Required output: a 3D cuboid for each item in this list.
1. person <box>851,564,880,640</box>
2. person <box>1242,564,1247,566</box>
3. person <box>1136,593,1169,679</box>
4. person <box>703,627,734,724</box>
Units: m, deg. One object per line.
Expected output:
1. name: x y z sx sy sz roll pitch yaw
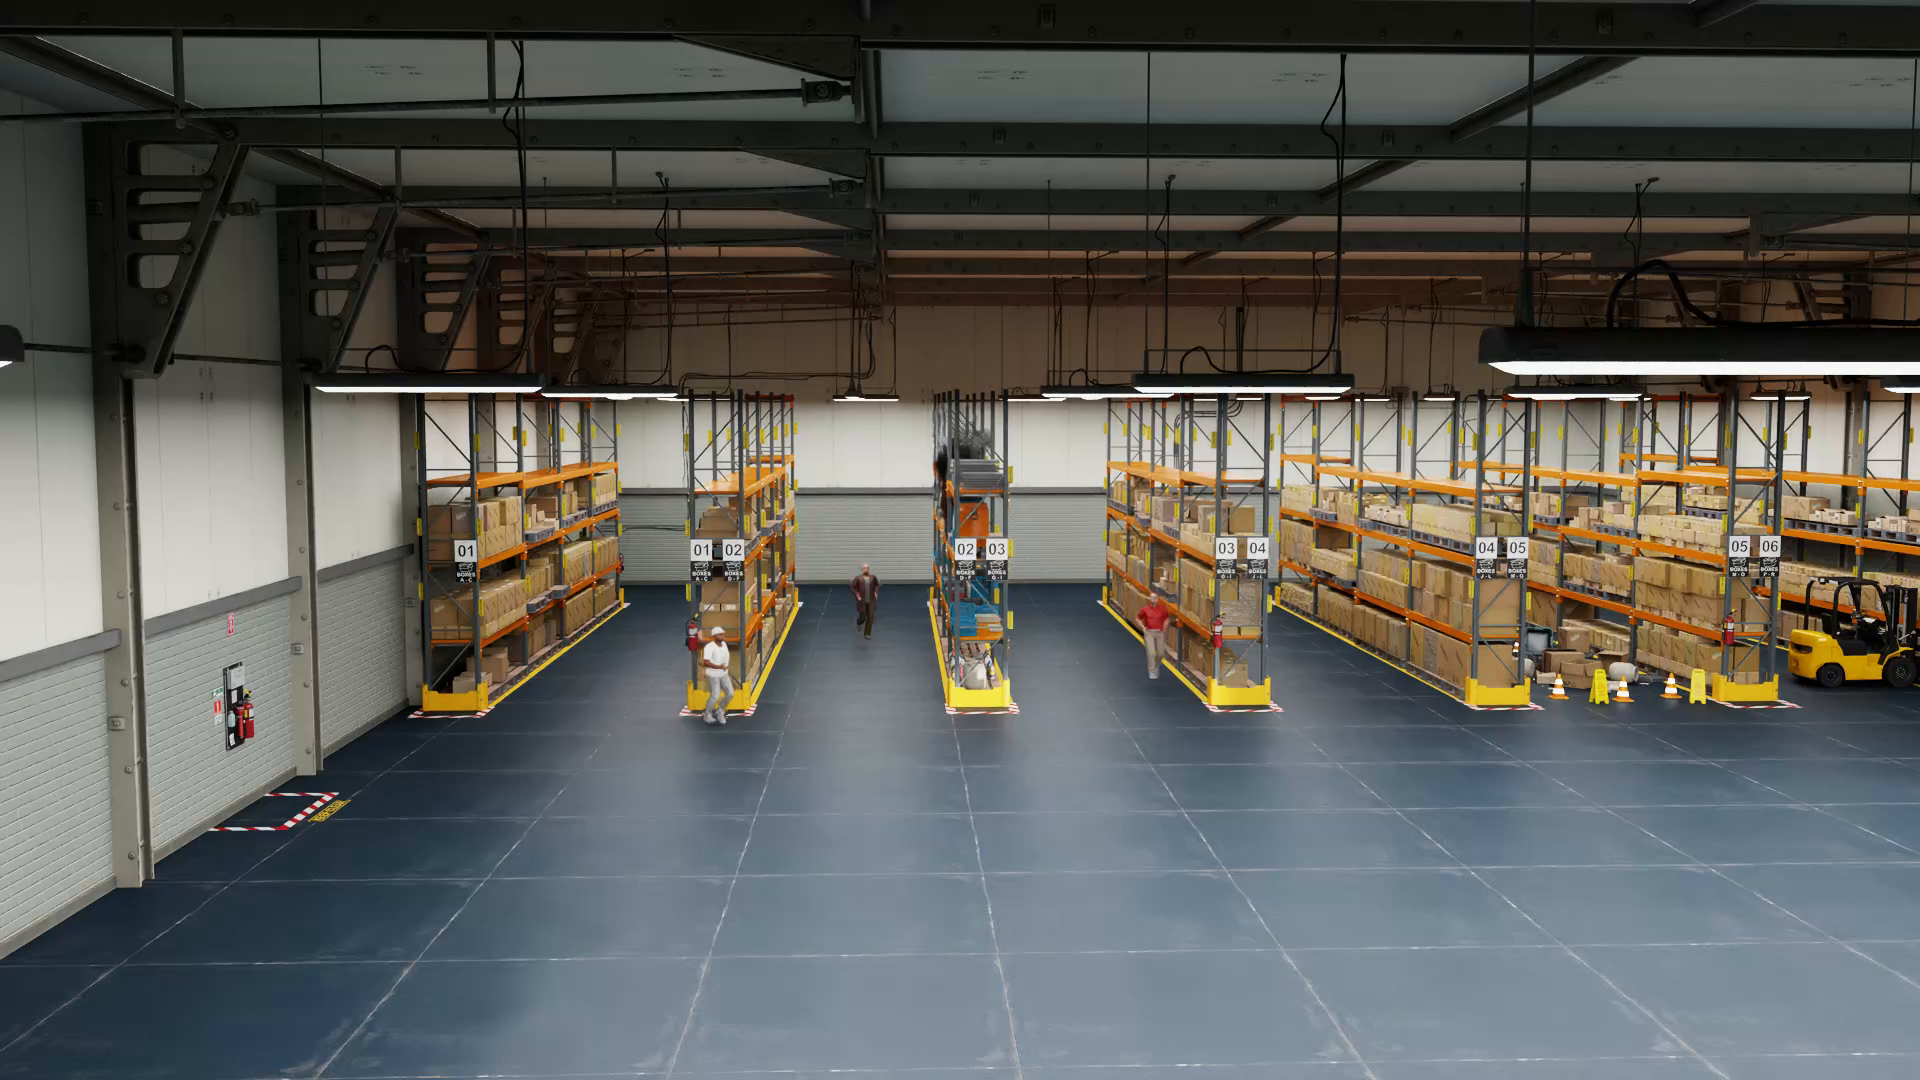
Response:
1. person: -2.176 1.424 38.548 0.710 1.741 0.888 -1 5 -16
2. person: 8.184 0.976 48.357 0.677 1.634 0.661 4 6 37
3. person: 3.845 1.904 33.080 0.664 1.712 0.590 0 5 -4
4. person: -4.294 2.434 29.748 0.687 1.785 0.726 3 6 36
